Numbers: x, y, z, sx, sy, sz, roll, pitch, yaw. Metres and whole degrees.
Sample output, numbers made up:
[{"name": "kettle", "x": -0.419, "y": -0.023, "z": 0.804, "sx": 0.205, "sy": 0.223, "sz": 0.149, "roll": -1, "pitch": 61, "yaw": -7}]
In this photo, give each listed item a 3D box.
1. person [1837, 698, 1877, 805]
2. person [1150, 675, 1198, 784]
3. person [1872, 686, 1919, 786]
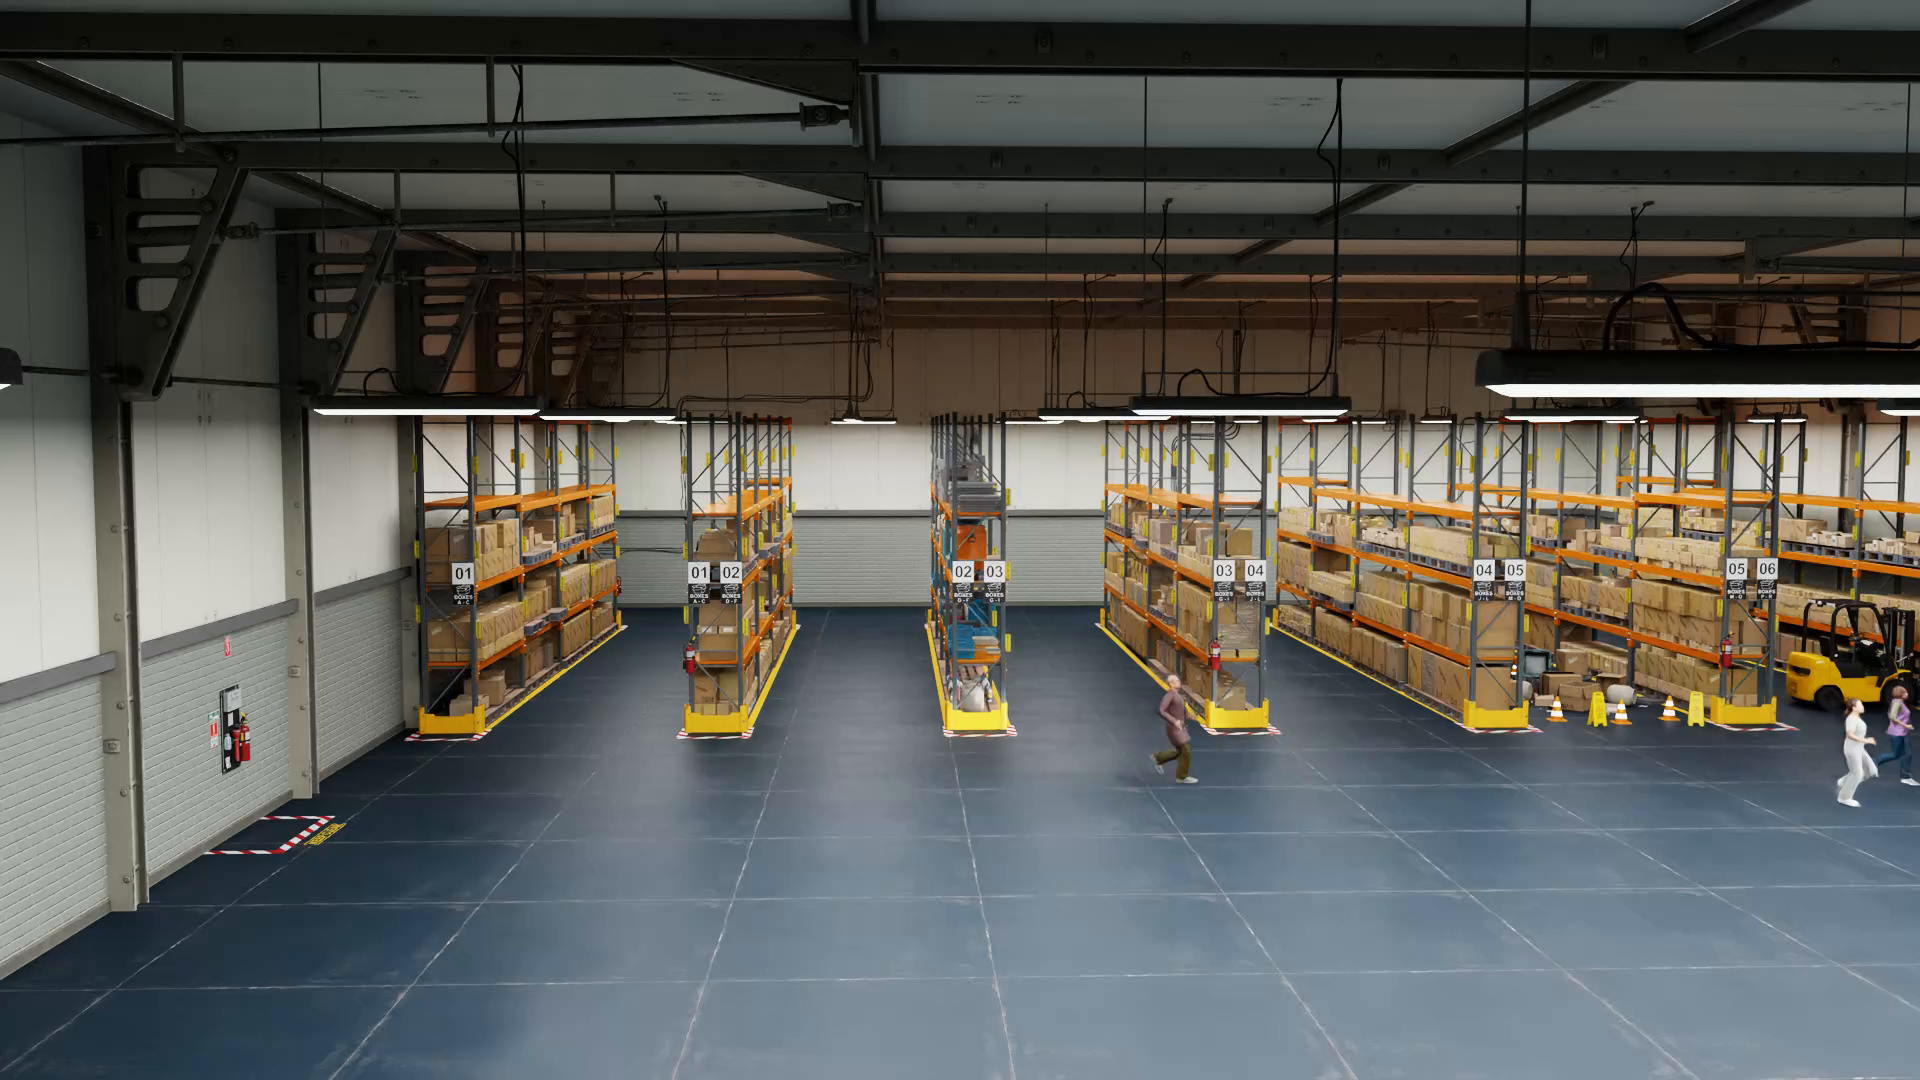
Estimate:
[{"name": "person", "x": 13.559, "y": 3.192, "z": 25.101, "sx": 0.516, "sy": 1.640, "sz": 0.612, "roll": 3, "pitch": 5, "yaw": 39}, {"name": "person", "x": 3.434, "y": 2.997, "z": 26.733, "sx": 0.810, "sy": 1.662, "sz": 0.715, "roll": 2, "pitch": 4, "yaw": 22}, {"name": "person", "x": 14.982, "y": 3.121, "z": 26.667, "sx": 0.786, "sy": 1.591, "sz": 0.544, "roll": 3, "pitch": 5, "yaw": 39}]
